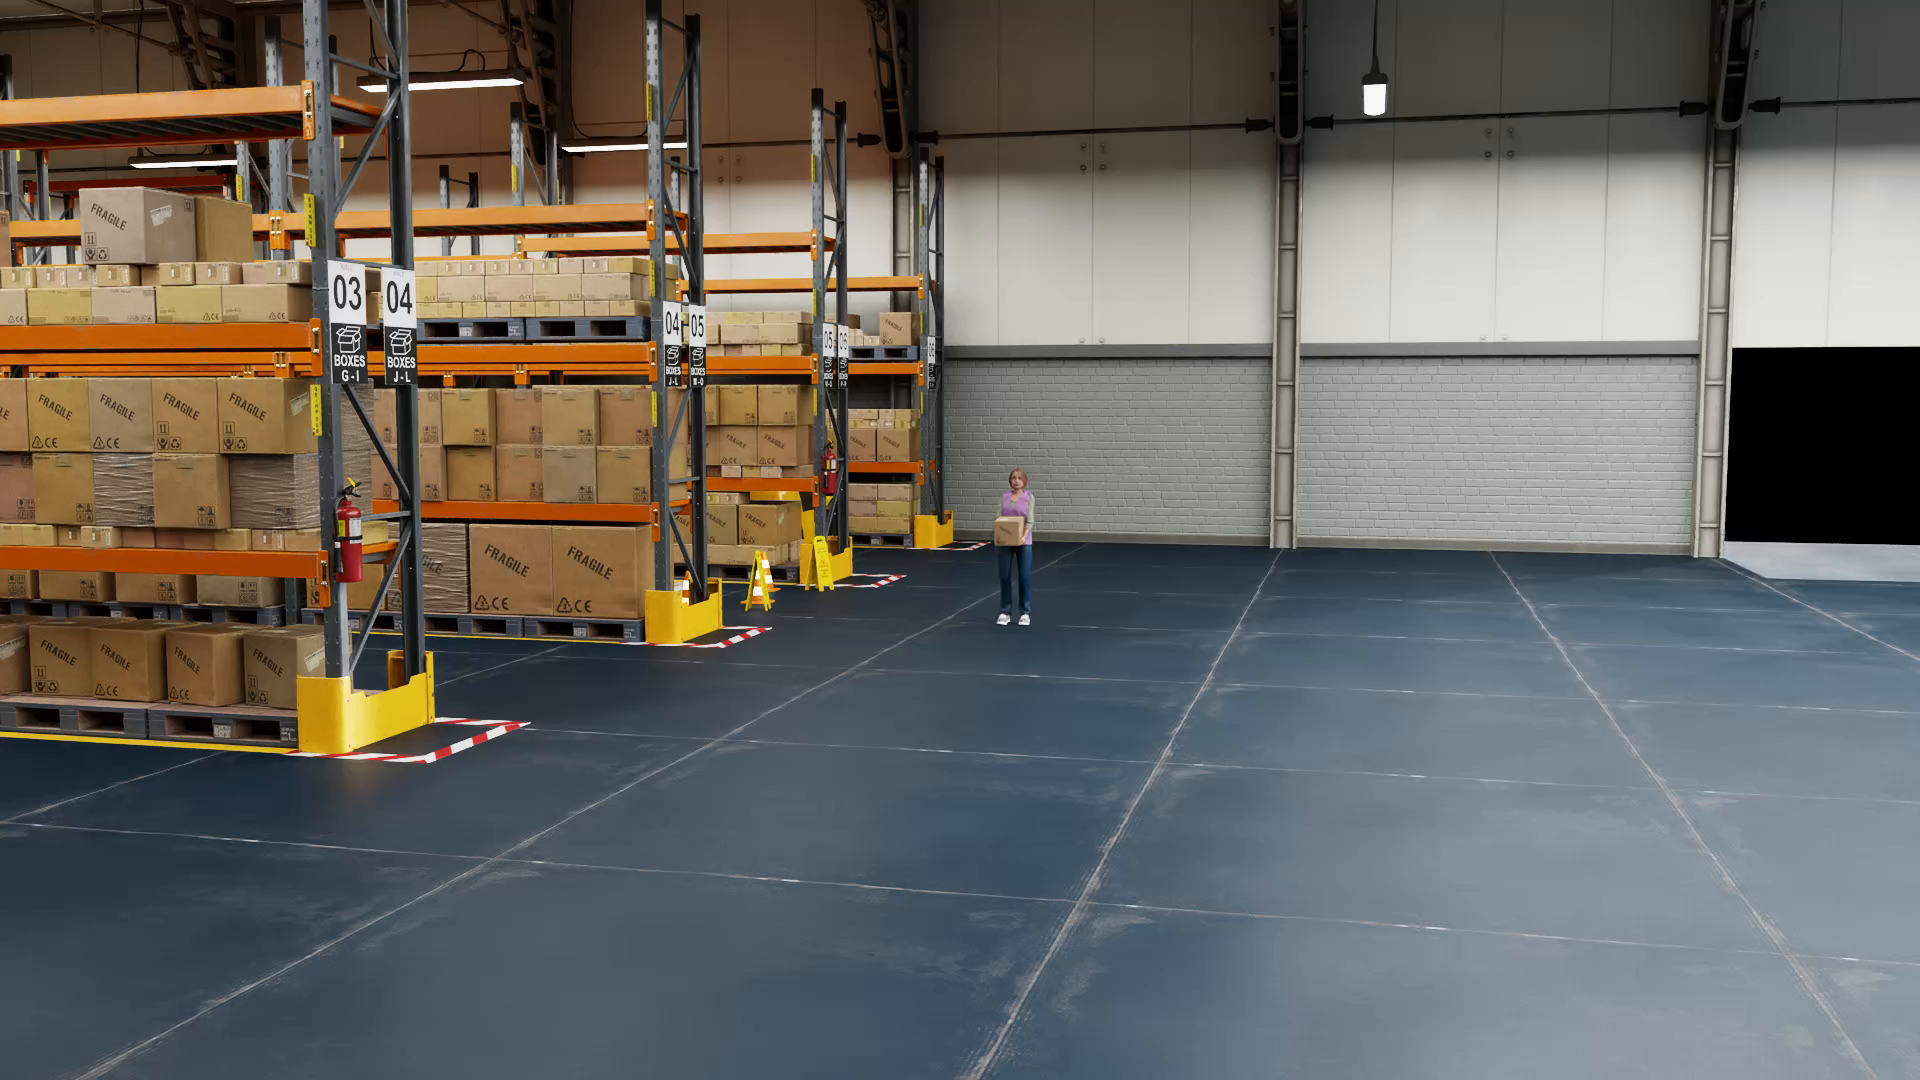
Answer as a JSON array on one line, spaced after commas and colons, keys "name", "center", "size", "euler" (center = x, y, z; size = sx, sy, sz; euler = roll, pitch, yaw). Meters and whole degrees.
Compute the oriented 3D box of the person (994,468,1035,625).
[{"name": "person", "center": [0.545, 0.078, 16.841], "size": [0.408, 1.575, 0.498], "euler": [1, 5, 14]}]
